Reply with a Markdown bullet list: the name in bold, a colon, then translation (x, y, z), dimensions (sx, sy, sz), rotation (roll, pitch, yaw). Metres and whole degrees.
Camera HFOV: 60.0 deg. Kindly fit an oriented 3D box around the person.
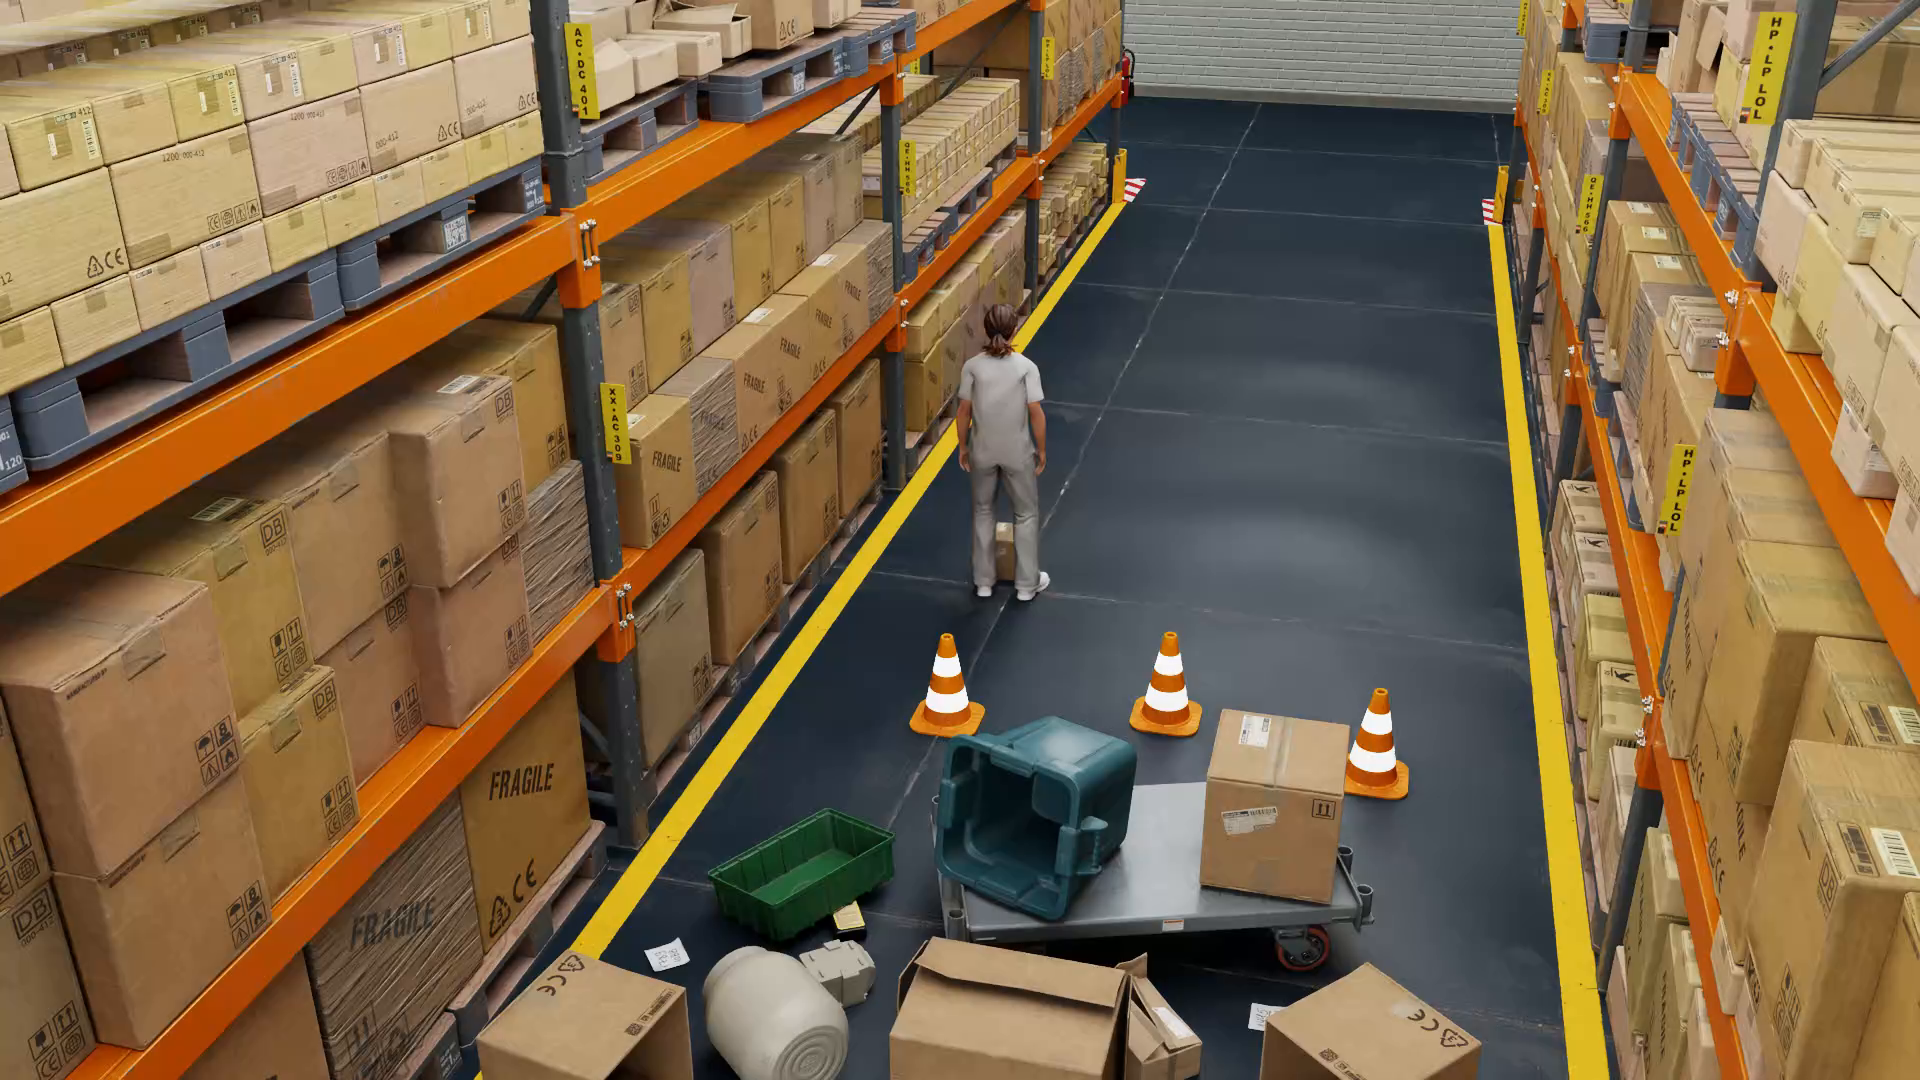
- **person**: translation (0.238, -0.470, 9.102), dimensions (0.514, 1.671, 0.362), rotation (4, 26, 9)
